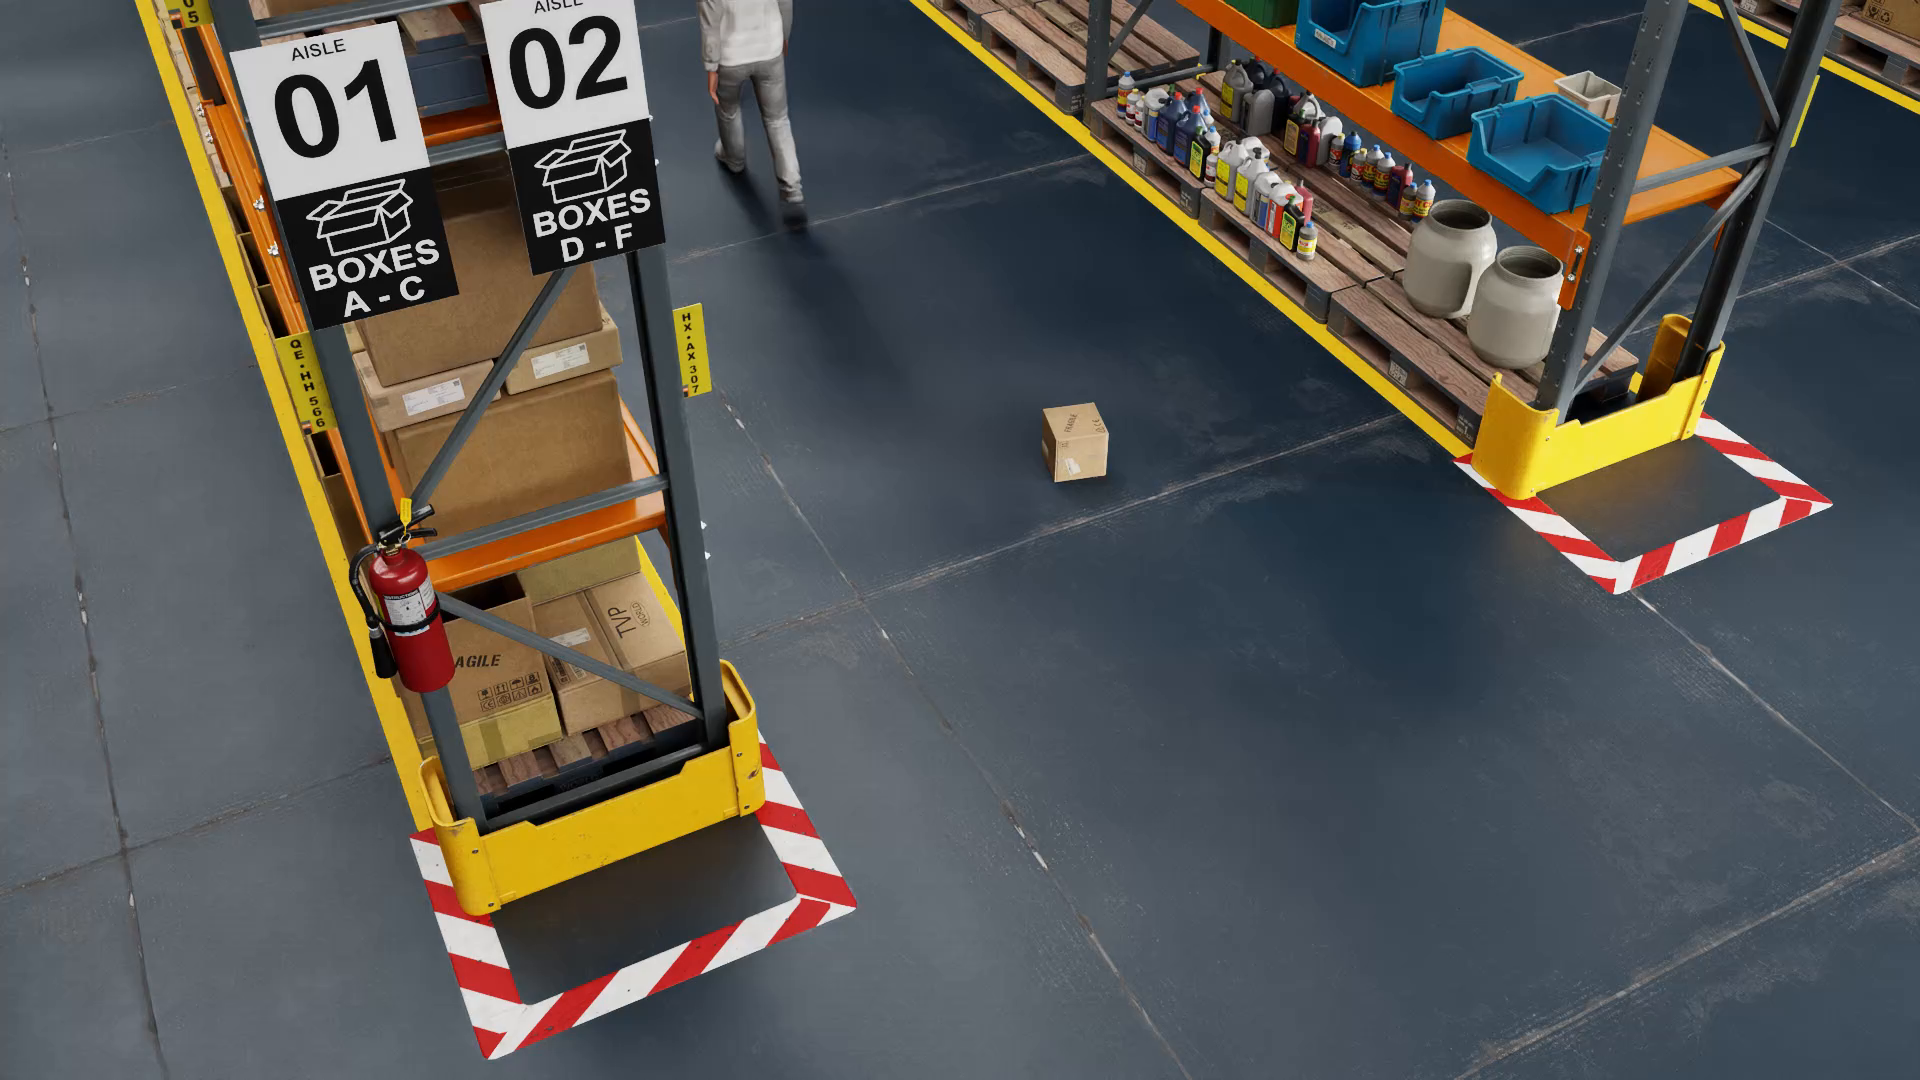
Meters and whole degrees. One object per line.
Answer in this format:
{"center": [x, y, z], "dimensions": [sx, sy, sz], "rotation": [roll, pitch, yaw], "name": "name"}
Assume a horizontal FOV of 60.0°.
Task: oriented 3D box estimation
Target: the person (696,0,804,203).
{"center": [-1.191, -2.746, 9.310], "dimensions": [0.558, 1.729, 1.013], "rotation": [-13, 43, -15], "name": "person"}
